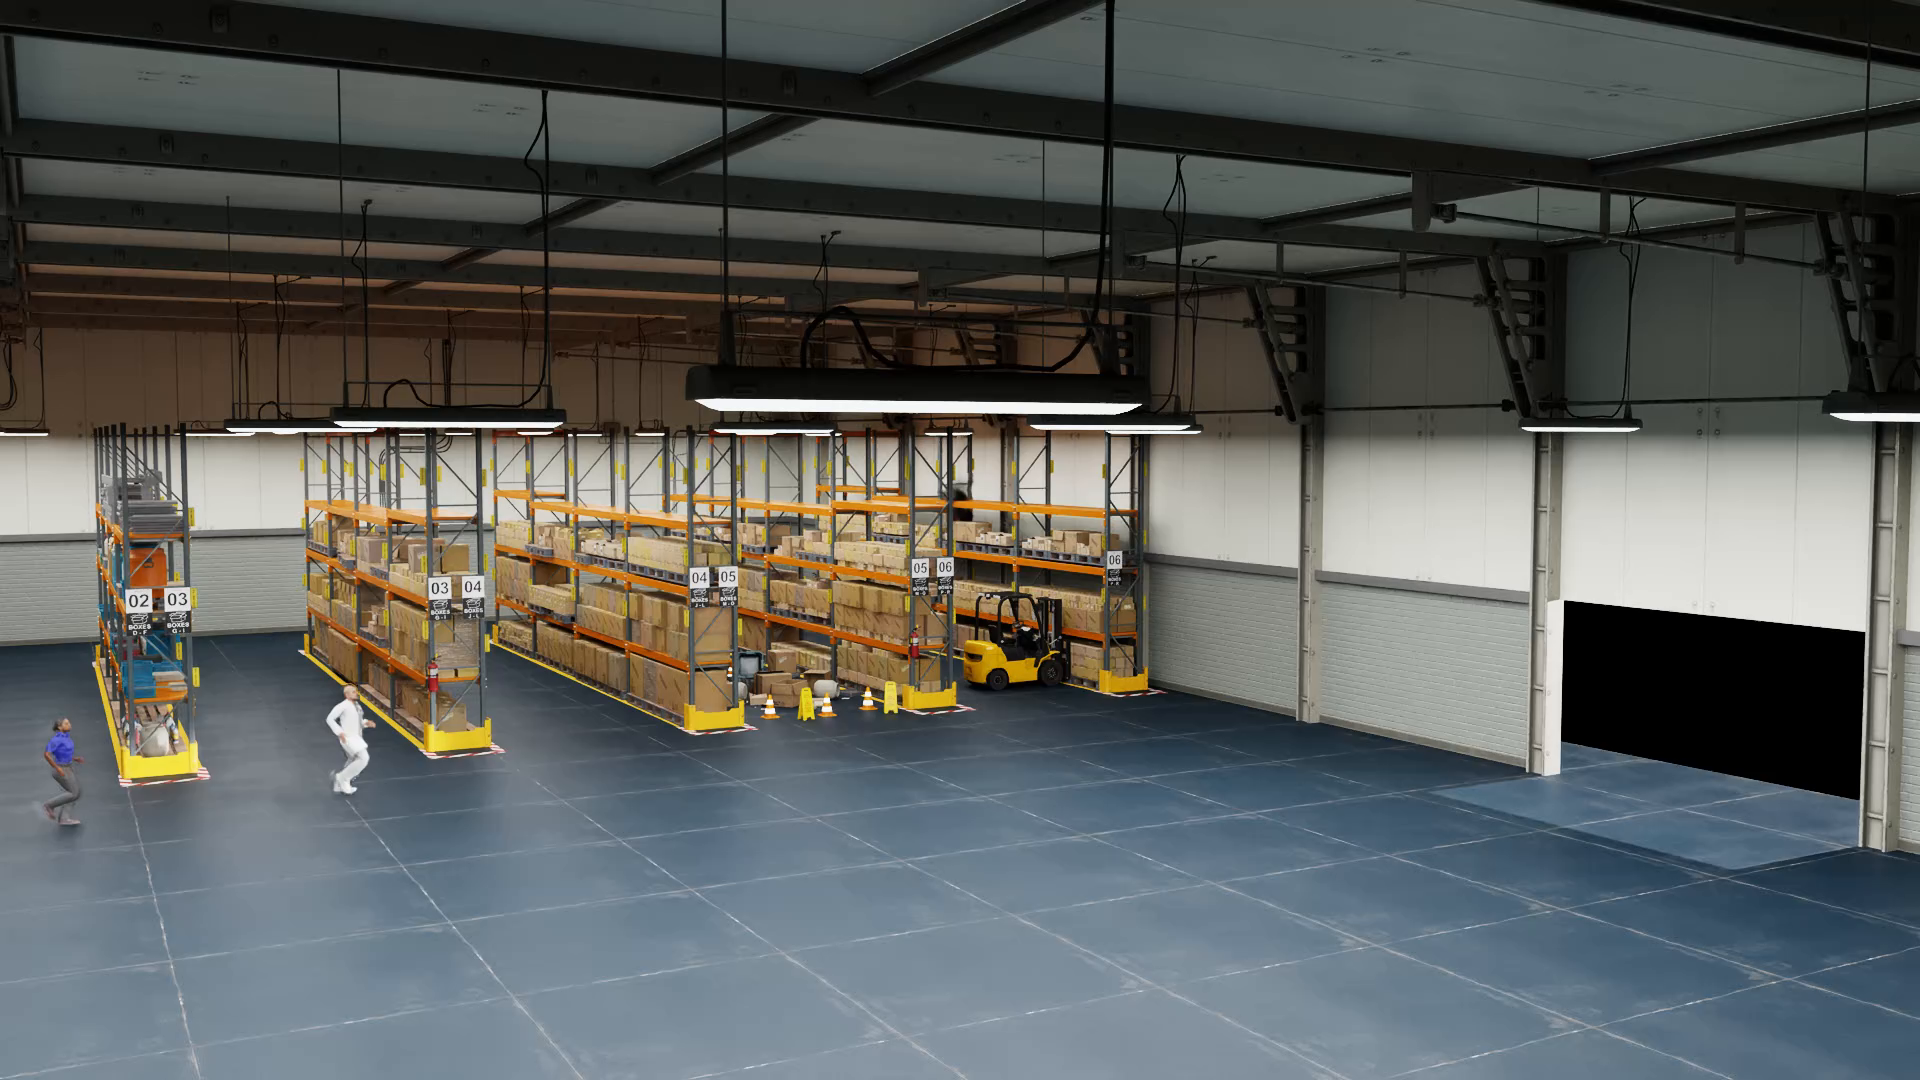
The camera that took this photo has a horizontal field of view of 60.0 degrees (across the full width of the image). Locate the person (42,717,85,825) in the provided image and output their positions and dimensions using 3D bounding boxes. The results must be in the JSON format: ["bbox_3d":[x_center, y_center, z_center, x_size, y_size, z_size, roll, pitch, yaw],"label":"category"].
[{"bbox_3d":[-13.274,3.432,24.630,0.566,1.597,0.588,-1,4,-15],"label":"person"}]

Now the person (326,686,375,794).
[{"bbox_3d":[-9.775,3.214,26.790,0.695,1.742,0.687,0,3,2],"label":"person"}]

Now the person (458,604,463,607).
[{"bbox_3d":[-13.258,2.299,44.530,0.527,1.484,0.569,-1,4,-18],"label":"person"}]
